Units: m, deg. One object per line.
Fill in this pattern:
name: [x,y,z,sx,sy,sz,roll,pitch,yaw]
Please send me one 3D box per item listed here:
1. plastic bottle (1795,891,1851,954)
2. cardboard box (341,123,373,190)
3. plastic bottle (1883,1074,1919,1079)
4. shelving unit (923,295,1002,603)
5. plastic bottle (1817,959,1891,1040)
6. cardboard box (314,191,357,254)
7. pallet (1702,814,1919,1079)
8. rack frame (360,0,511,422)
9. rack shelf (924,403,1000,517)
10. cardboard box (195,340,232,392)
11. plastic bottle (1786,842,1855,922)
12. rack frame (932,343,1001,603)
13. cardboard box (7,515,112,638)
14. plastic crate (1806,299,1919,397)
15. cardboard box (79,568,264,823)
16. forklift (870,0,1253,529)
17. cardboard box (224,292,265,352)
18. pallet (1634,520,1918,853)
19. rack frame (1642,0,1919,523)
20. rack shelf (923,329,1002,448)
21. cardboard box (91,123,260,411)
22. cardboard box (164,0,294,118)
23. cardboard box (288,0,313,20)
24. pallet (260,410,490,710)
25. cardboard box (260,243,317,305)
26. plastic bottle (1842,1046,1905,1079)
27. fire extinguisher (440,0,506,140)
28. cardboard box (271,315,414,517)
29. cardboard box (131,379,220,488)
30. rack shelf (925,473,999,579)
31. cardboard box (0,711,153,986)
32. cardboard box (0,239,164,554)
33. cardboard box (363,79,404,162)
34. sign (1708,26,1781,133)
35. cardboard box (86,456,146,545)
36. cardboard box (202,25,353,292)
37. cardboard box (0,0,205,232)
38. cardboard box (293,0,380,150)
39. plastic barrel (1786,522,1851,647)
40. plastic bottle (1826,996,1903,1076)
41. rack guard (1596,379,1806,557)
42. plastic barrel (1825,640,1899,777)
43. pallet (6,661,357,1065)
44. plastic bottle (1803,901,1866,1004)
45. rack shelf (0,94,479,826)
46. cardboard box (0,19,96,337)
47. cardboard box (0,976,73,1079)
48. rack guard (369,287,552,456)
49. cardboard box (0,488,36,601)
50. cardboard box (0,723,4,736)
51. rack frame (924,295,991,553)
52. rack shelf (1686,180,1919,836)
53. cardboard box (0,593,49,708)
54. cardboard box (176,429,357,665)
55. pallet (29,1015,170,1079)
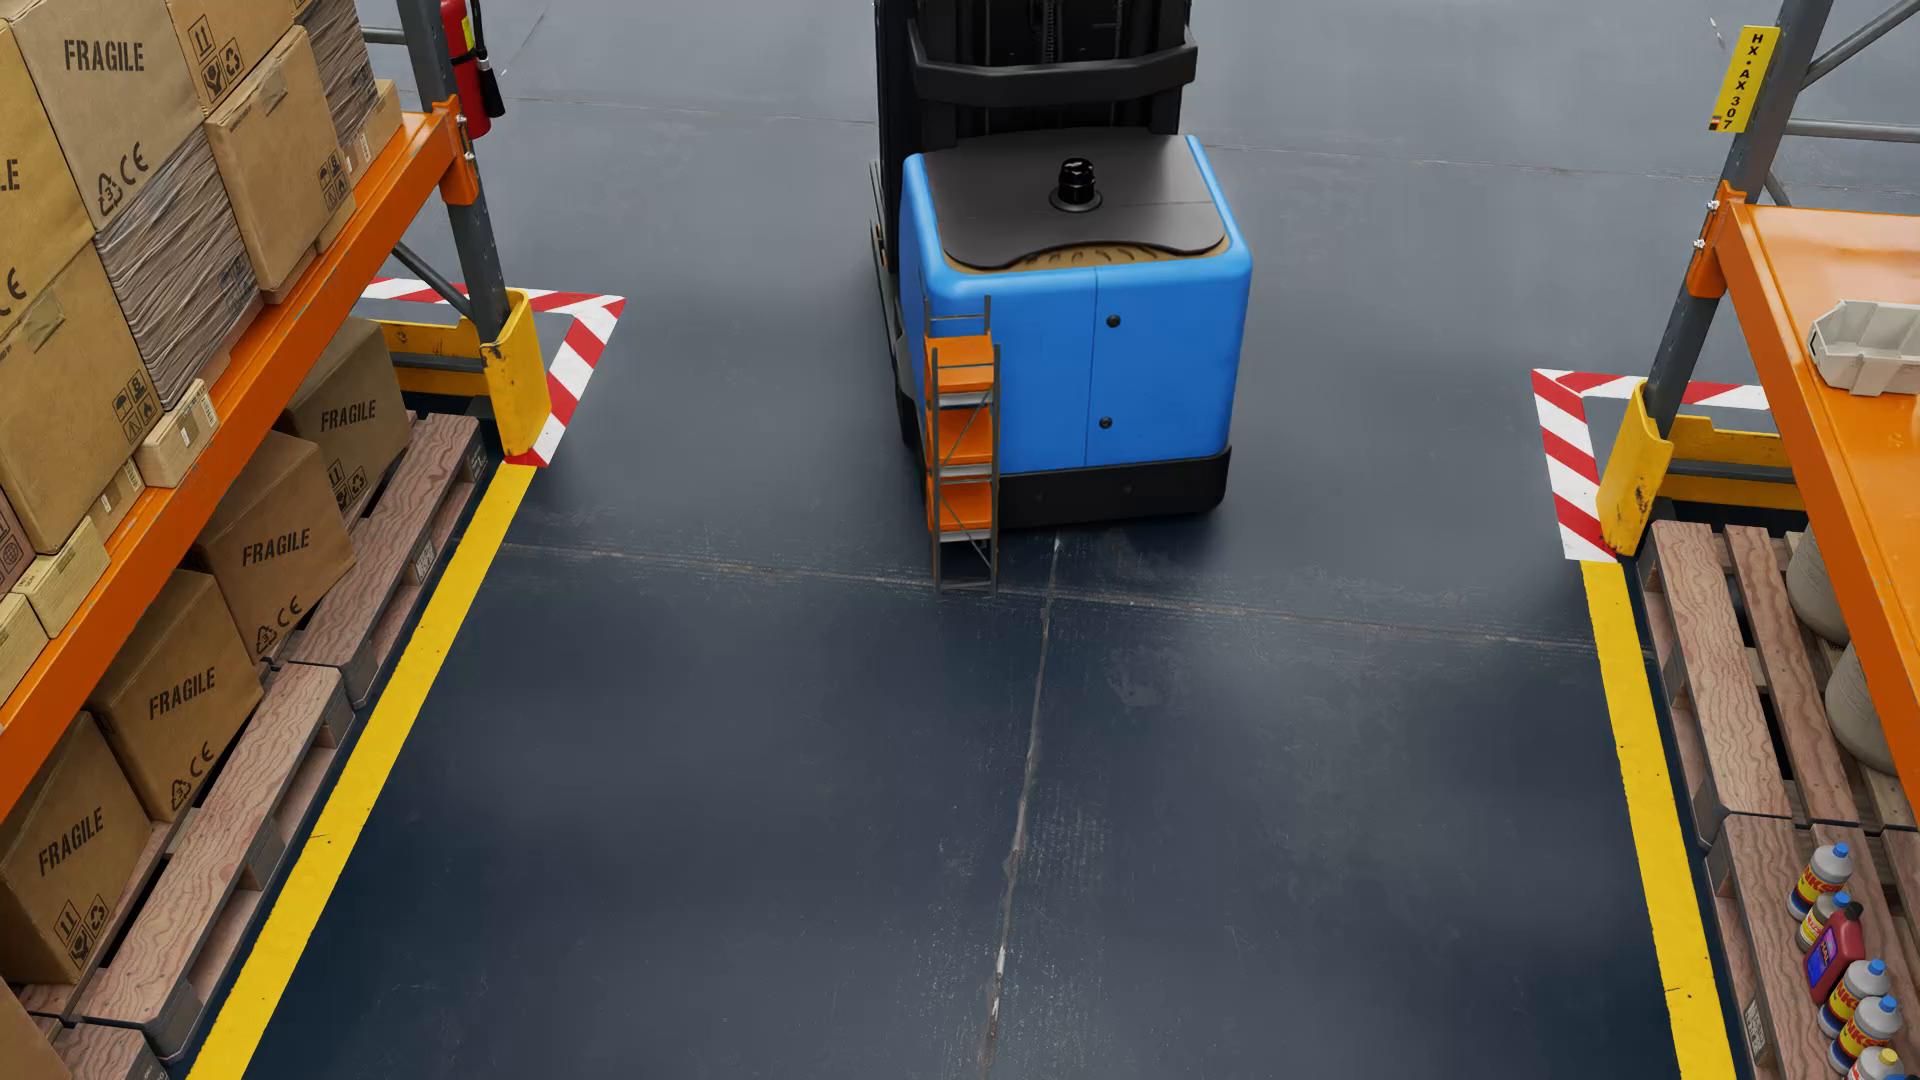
plastic bottle: [2.223,0.973,4.256,0.097,0.201,0.097,0,43,0]
cardboard box: [-1.991,-1.137,4.952,0.380,0.149,0.250,5,44,6]
plastic bottle: [2.151,1.317,3.842,0.097,0.271,0.097,0,43,0]
shelving unit: [0.005,-0.264,5.265,0.215,1.050,0.252,-4,44,-4]
plastic bottle: [2.191,1.111,4.060,0.097,0.271,0.097,0,43,0]
cardboard box: [-1.973,-0.962,4.767,0.380,0.149,0.250,5,44,6]
pallet: [2.545,1.290,4.234,1.003,0.211,1.213,5,44,6]
rack frame: [-2.124,-1.611,5.270,1.000,3.000,0.127,5,44,6]
rack shelf: [0.005,-0.257,5.273,0.215,0.259,0.240,-4,44,-4]
cardboard box: [-2.106,-0.454,4.230,0.380,0.149,0.250,5,44,6]
plastic bottle: [2.237,0.877,4.306,0.097,0.271,0.097,0,43,0]
rack frame: [0.018,-0.181,5.177,0.200,1.050,0.008,-4,44,-4]
cardboard box: [-2.142,0.063,3.684,0.380,0.149,0.250,5,44,6]
plastic crate: [2.348,-0.485,4.272,0.298,0.136,0.250,5,44,6]
cardboard box: [-2.370,0.403,4.655,0.500,0.500,0.500,9,44,9]
forklift: [0.224,-2.106,5.842,1.130,2.935,3.031,-5,44,-5]
cardboard box: [-2.096,-0.626,4.412,0.380,0.149,0.250,5,44,6]
pallet: [2.709,0.461,5.110,1.003,0.211,1.213,5,44,6]
rack frame: [2.785,-1.161,4.795,1.000,3.000,0.127,5,44,6]
rack shelf: [0.005,-0.463,5.078,0.215,0.259,0.240,-4,44,-4]
cardboard box: [-2.280,-0.695,4.013,0.875,0.500,0.500,5,44,6]
cardboard box: [-2.013,-1.380,4.010,0.500,0.500,0.500,5,44,6]
cardboard box: [-1.952,-1.721,4.370,0.500,0.500,0.500,5,44,6]
pallet: [-2.277,0.003,5.593,1.003,0.211,1.213,5,44,6]
cardboard box: [-2.021,-0.793,4.588,0.380,0.149,0.250,5,44,6]
plastic bottle: [2.165,1.272,3.940,0.097,0.201,0.097,0,43,0]
fire extinguisher: [-1.652,-1.619,5.335,0.296,0.674,0.183,5,44,6]
cardboard box: [-2.223,-0.432,5.537,0.500,0.500,0.500,13,45,13]
cardboard box: [-2.052,-0.275,4.042,0.380,0.149,0.250,5,44,6]
rack shelf: [0.005,-0.055,5.464,0.215,0.259,0.240,-4,44,-4]
cardboard box: [-2.488,0.780,4.258,0.500,0.500,0.500,2,43,2]
cardboard box: [-2.358,-0.355,3.654,0.875,0.500,0.500,5,44,6]
cardboard box: [-1.957,-1.307,5.132,0.380,0.149,0.250,5,44,6]
sign: [2.240,-1.315,4.755,0.100,0.325,0.005,5,44,6]
cardboard box: [-2.153,-0.111,3.869,0.380,0.149,0.250,5,44,6]
cardboard box: [-2.171,-1.032,4.369,0.875,0.500,0.500,5,44,6]
cardboard box: [-2.081,-1.040,3.650,0.500,0.500,0.500,5,44,6]
cardboard box: [-2.224,-1.383,4.740,0.875,0.500,0.500,5,44,6]
plastic barrel: [2.774,0.045,5.025,0.421,0.512,0.421,0,43,0]
plastic bottle: [2.178,1.179,3.988,0.097,0.271,0.097,0,43,0]
rack guard: [2.822,-0.197,5.595,1.175,0.500,0.348,5,44,6]
plastic barrel: [2.708,0.387,4.664,0.421,0.512,0.421,0,43,0]
pallet: [-2.441,0.833,4.717,1.003,0.211,1.213,5,44,6]
plastic bottle: [2.189,1.025,4.141,0.061,0.283,0.133,6,44,6]
rack shelf: [-2.389,0.013,4.078,1.077,0.370,4.000,5,44,6]
cardboard box: [-2.155,-0.700,3.291,0.500,0.500,0.500,5,44,6]
cardboard box: [-2.492,1.210,3.803,0.500,0.500,0.500,19,46,19]
rack guard: [-2.134,-0.652,6.075,1.175,0.500,0.348,5,44,6]
cardboard box: [-2.465,-0.018,3.298,0.875,0.500,0.500,5,44,6]
cardboard box: [-2.178,0.407,3.321,0.380,0.149,0.250,5,44,6]
rack frame: [-0.008,-0.348,5.354,0.200,1.050,0.008,-4,44,-4]
rack shelf: [2.521,0.463,3.602,1.077,0.370,4.000,5,44,6]
cardboard box: [-2.186,0.233,3.505,0.380,0.149,0.250,5,44,6]
cardboard box: [-2.269,-0.022,5.104,0.500,0.500,0.500,16,46,16]
pallet: [-2.599,1.666,3.837,1.003,0.211,1.213,5,44,6]
